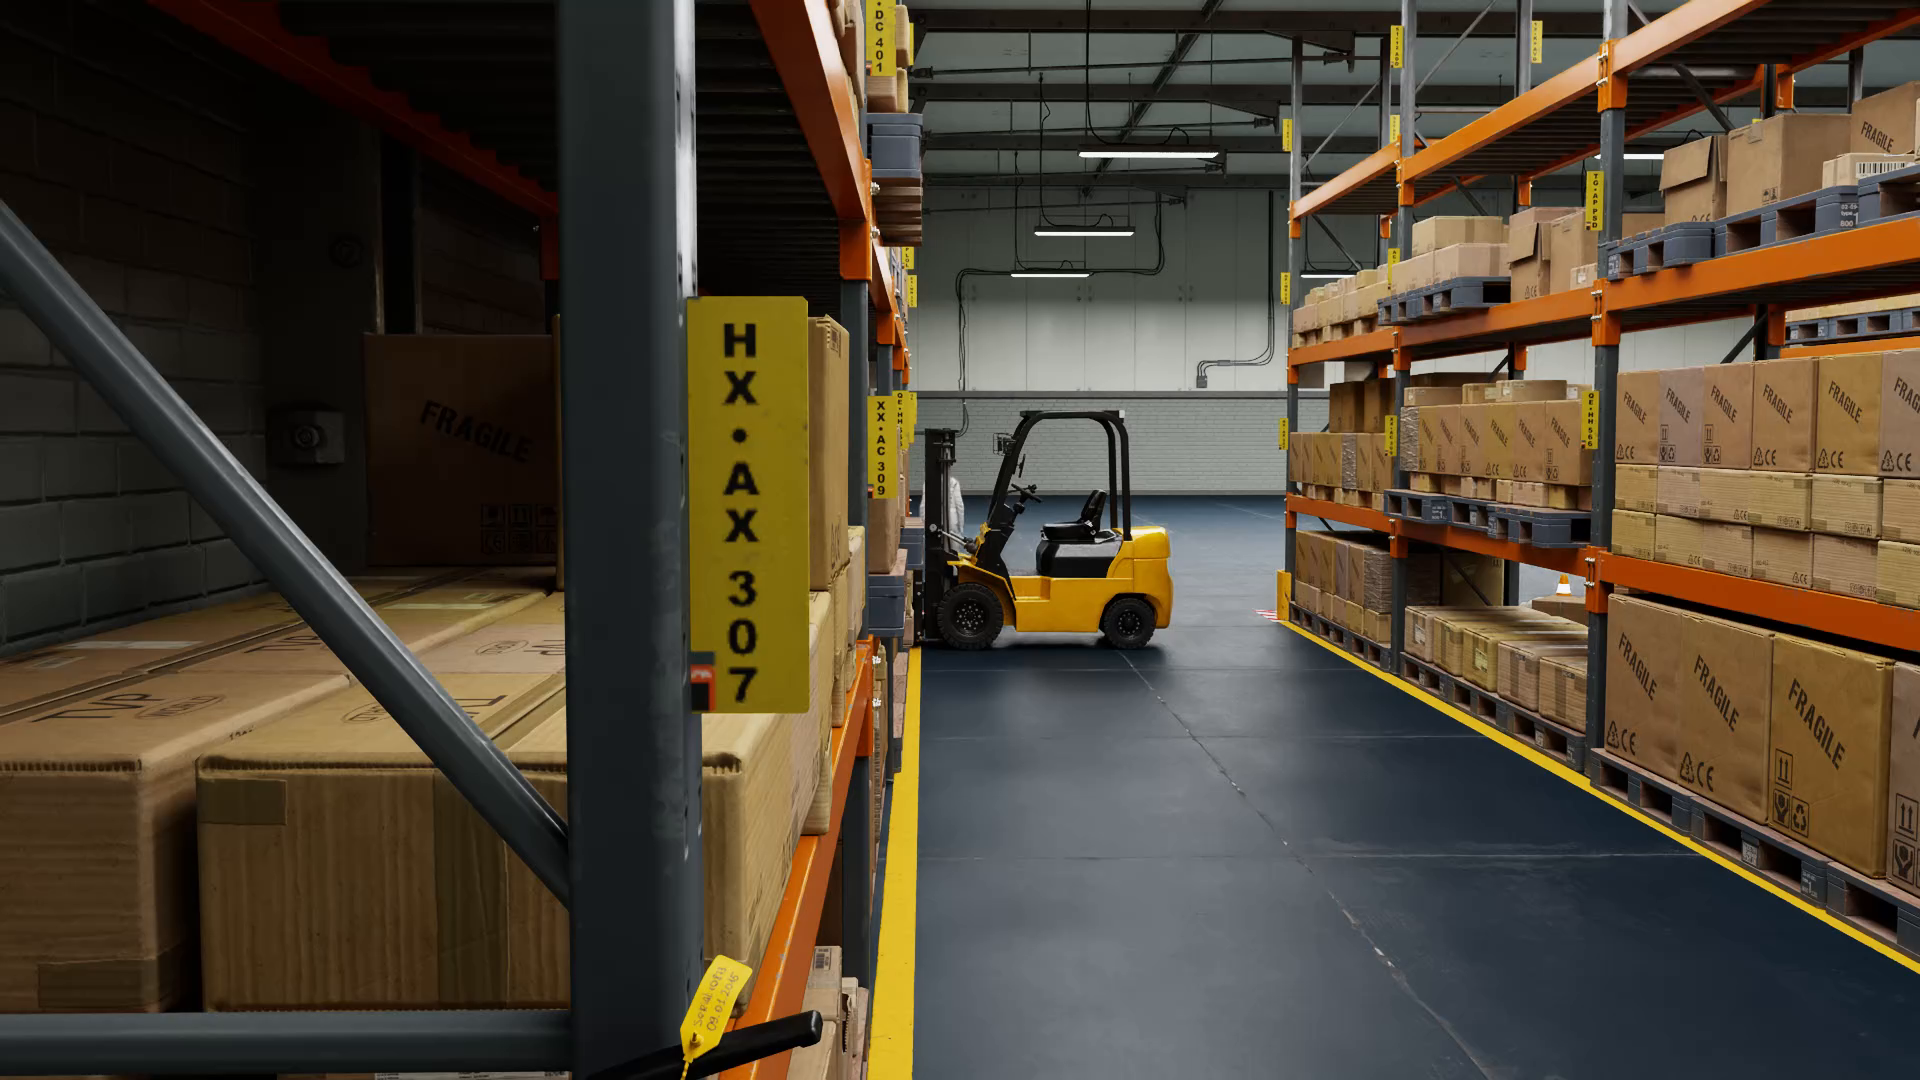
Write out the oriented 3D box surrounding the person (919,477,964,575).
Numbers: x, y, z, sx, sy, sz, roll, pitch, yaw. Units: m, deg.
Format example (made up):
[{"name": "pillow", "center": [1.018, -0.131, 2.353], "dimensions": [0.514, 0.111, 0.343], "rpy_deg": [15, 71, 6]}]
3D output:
[{"name": "person", "center": [-0.217, -0.158, 19.651], "dimensions": [0.547, 1.667, 0.370], "rpy_deg": [0, 4, -4]}]
